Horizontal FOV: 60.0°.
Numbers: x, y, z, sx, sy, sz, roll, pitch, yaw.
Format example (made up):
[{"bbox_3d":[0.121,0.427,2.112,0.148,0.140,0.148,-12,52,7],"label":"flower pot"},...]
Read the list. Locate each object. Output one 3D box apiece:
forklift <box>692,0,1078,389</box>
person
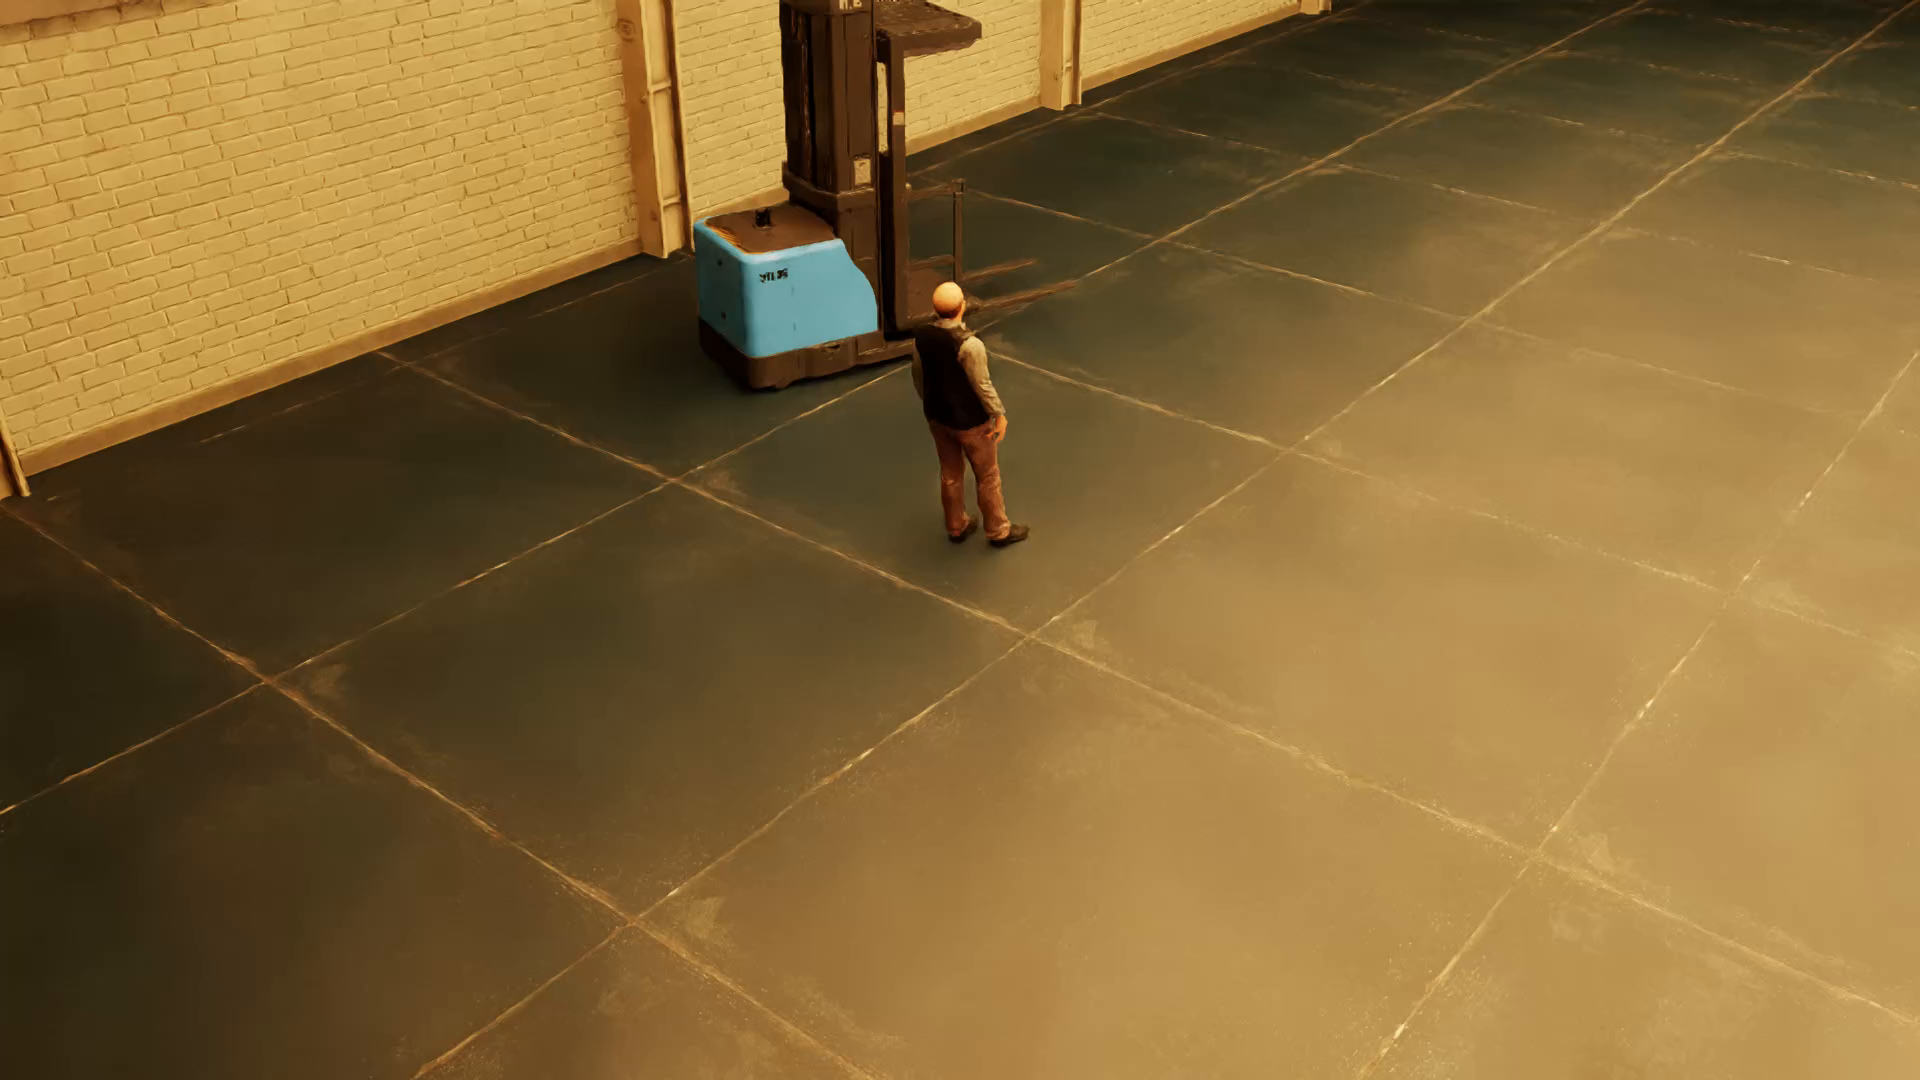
[{"bbox_3d":[-0.498,-2.928,12.605,3.031,2.935,1.130,-17,34,-26],"label":"forklift"},{"bbox_3d":[0.046,-0.771,10.100,0.632,1.720,0.567,22,37,33],"label":"person"}]
